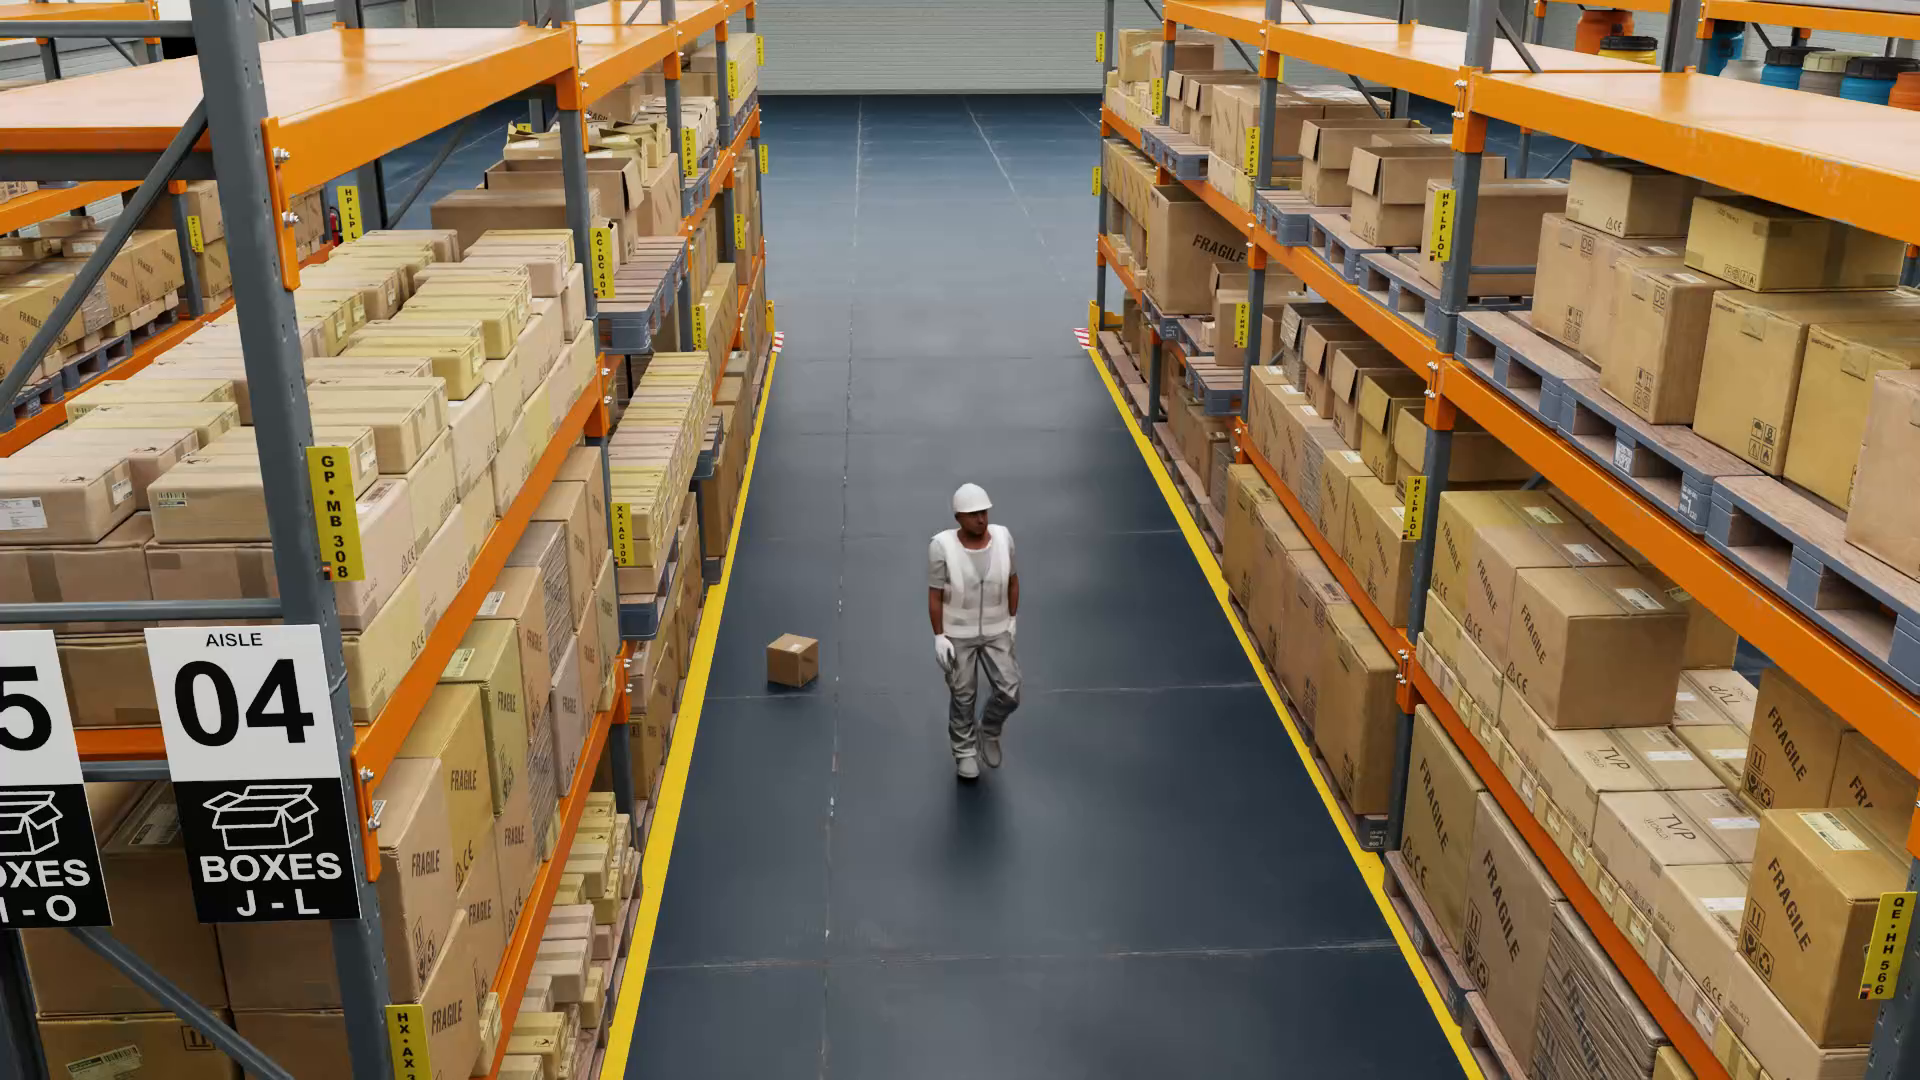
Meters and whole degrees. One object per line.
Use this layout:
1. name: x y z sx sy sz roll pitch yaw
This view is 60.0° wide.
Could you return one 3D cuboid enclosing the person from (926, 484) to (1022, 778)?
1. person: 0.089 0.536 9.526 0.563 1.794 0.452 -5 21 -14
